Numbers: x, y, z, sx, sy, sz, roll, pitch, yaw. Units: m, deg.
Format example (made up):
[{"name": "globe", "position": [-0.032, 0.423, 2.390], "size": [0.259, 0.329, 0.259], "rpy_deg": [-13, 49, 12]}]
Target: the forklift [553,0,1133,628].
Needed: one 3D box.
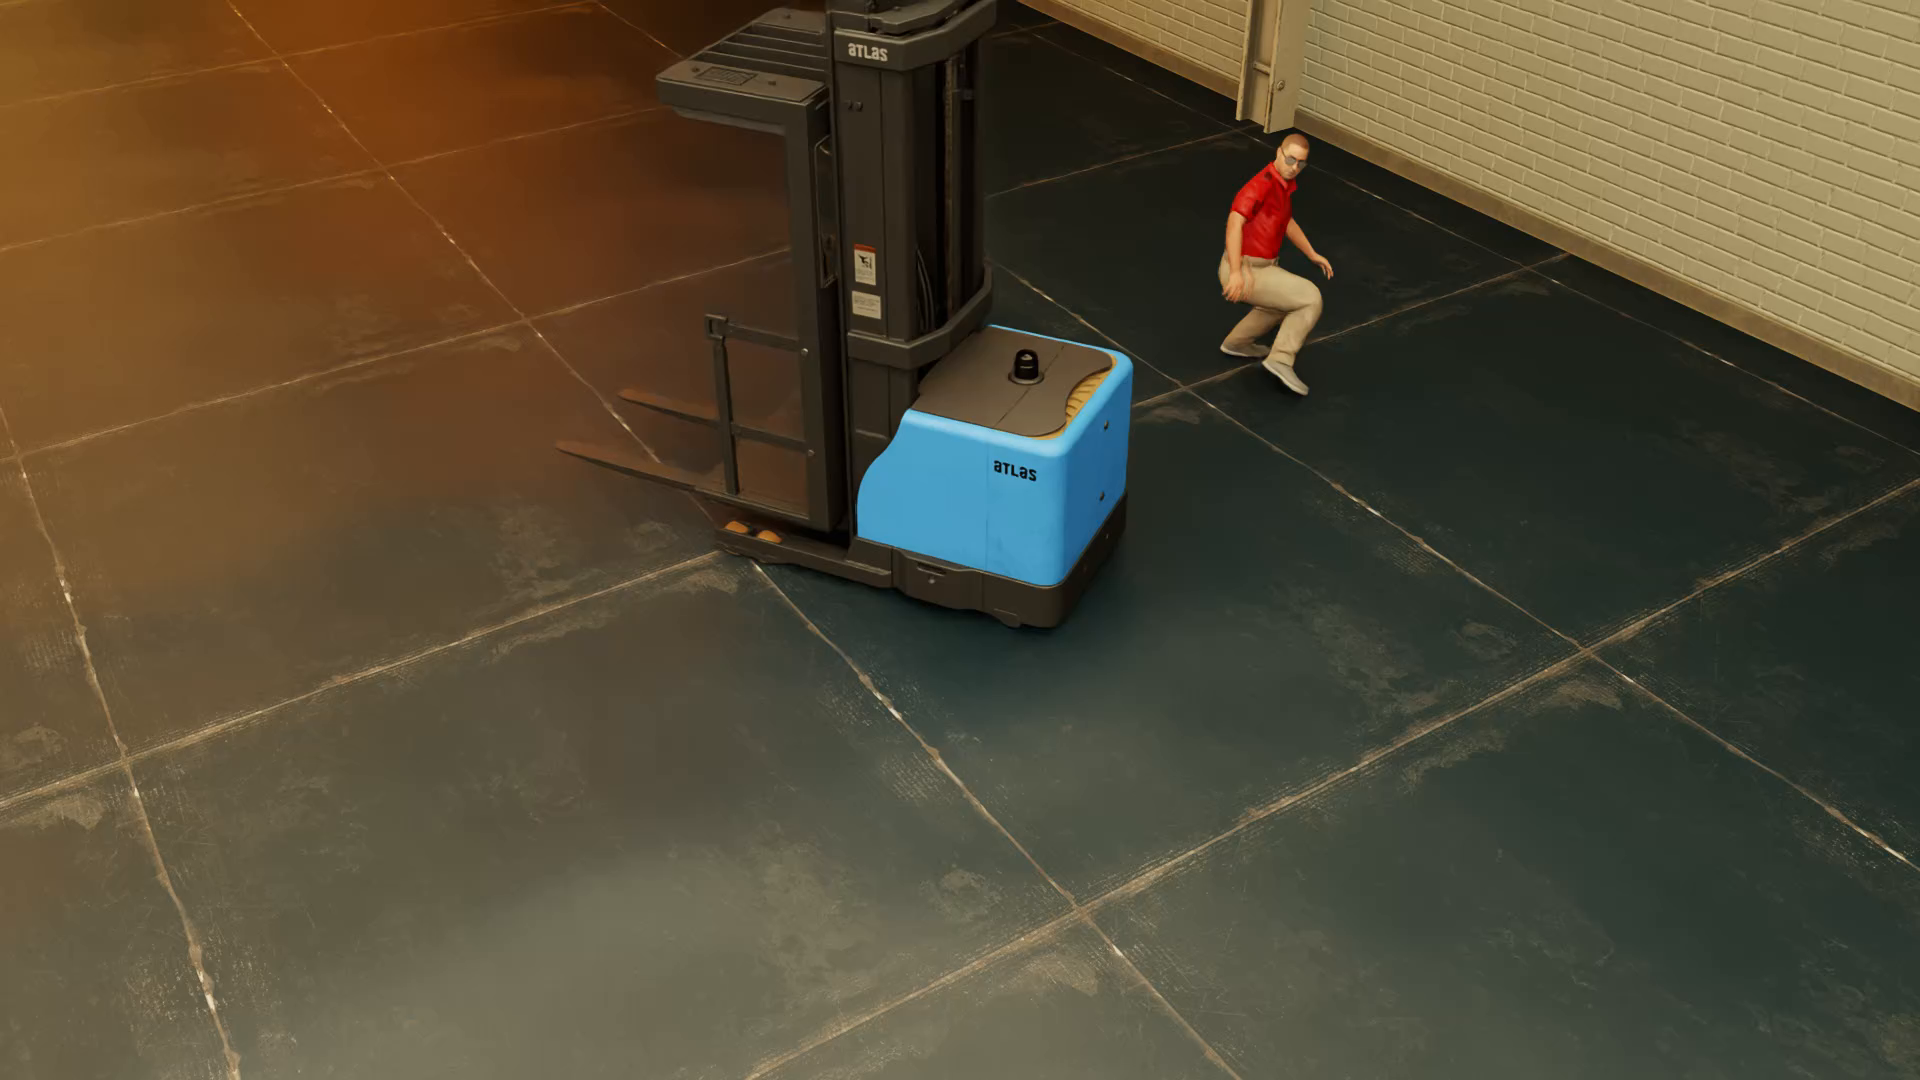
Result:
[{"name": "forklift", "position": [-0.700, -1.337, 8.051], "size": [3.031, 2.935, 1.130], "rpy_deg": [15, 38, 20]}]

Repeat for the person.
[{"name": "person", "position": [1.859, -1.601, 9.711], "size": [0.691, 1.507, 0.792], "rpy_deg": [5, 35, 7]}]
